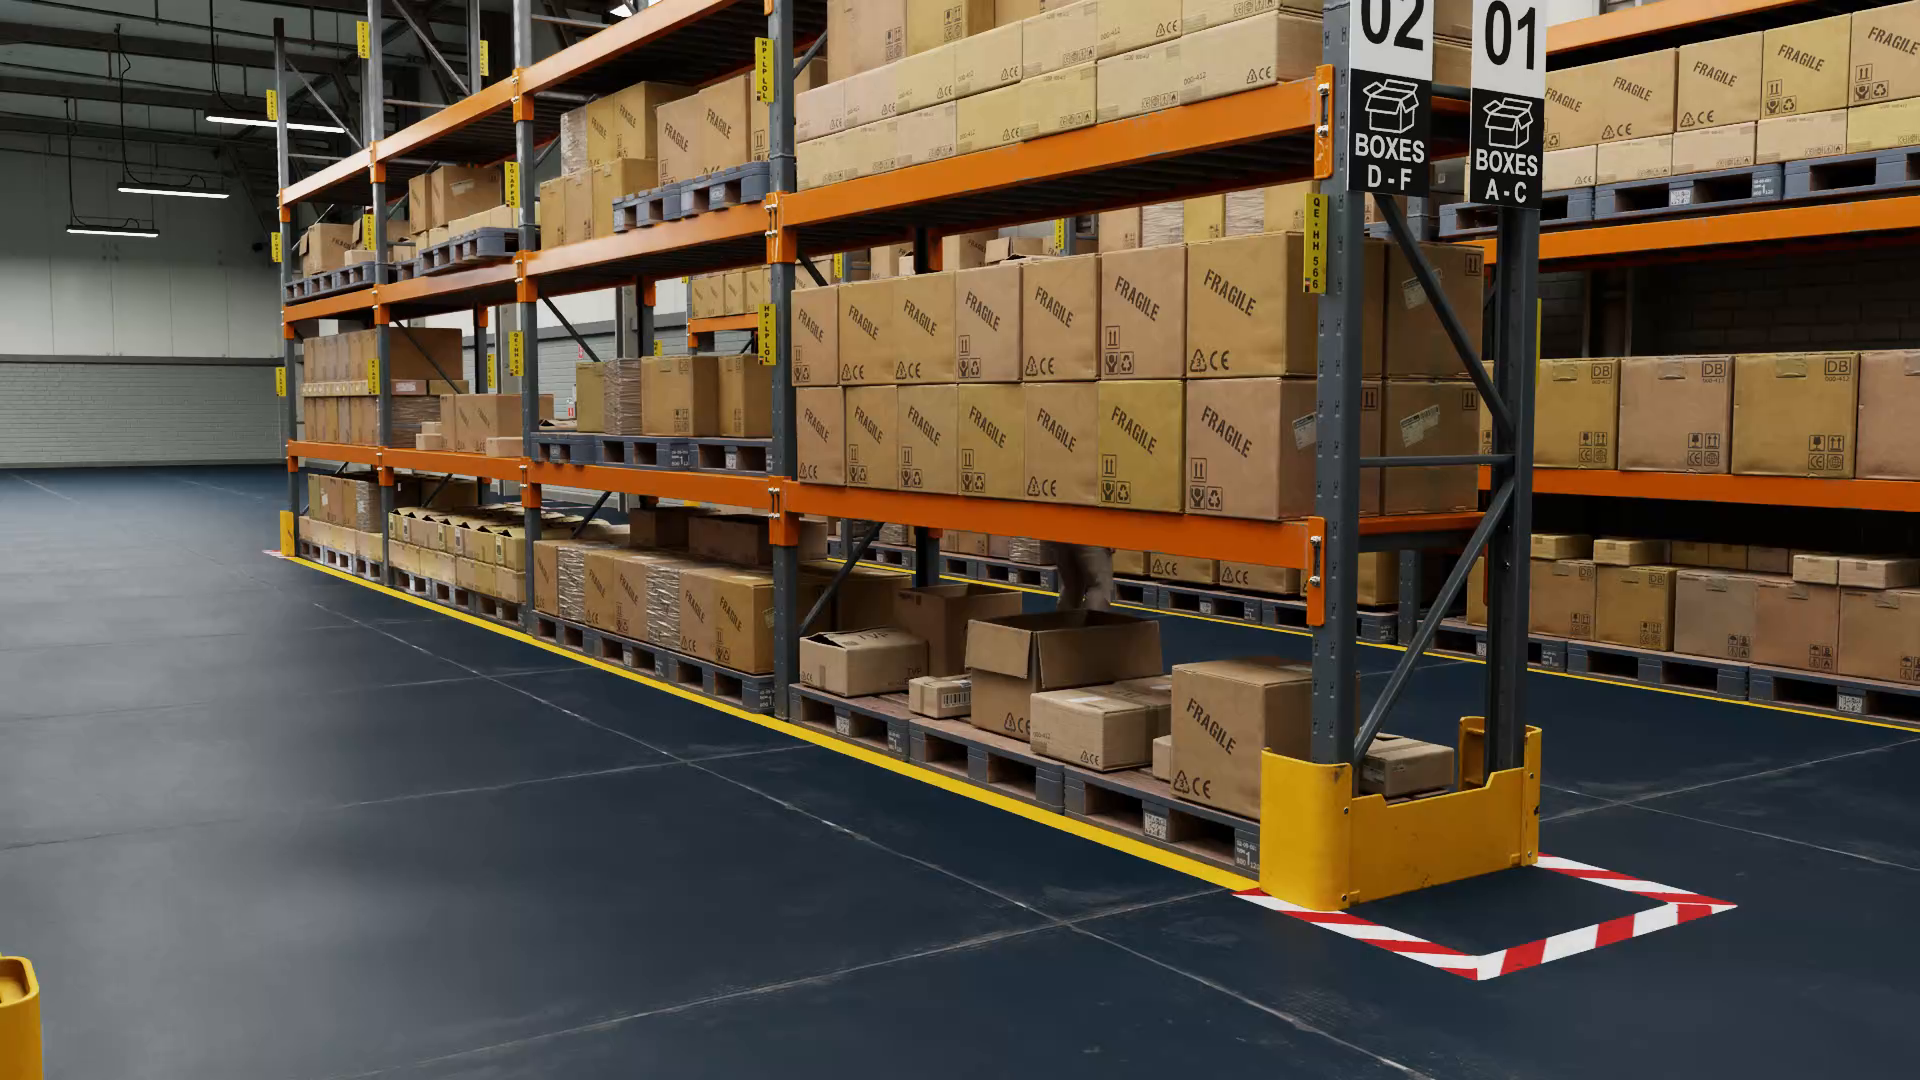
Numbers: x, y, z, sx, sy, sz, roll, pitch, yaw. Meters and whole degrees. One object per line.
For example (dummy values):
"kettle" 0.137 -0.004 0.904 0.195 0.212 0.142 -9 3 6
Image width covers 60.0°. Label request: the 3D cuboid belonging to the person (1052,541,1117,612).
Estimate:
"person" 0.827 -0.060 11.134 0.382 1.728 0.603 -3 6 -36
